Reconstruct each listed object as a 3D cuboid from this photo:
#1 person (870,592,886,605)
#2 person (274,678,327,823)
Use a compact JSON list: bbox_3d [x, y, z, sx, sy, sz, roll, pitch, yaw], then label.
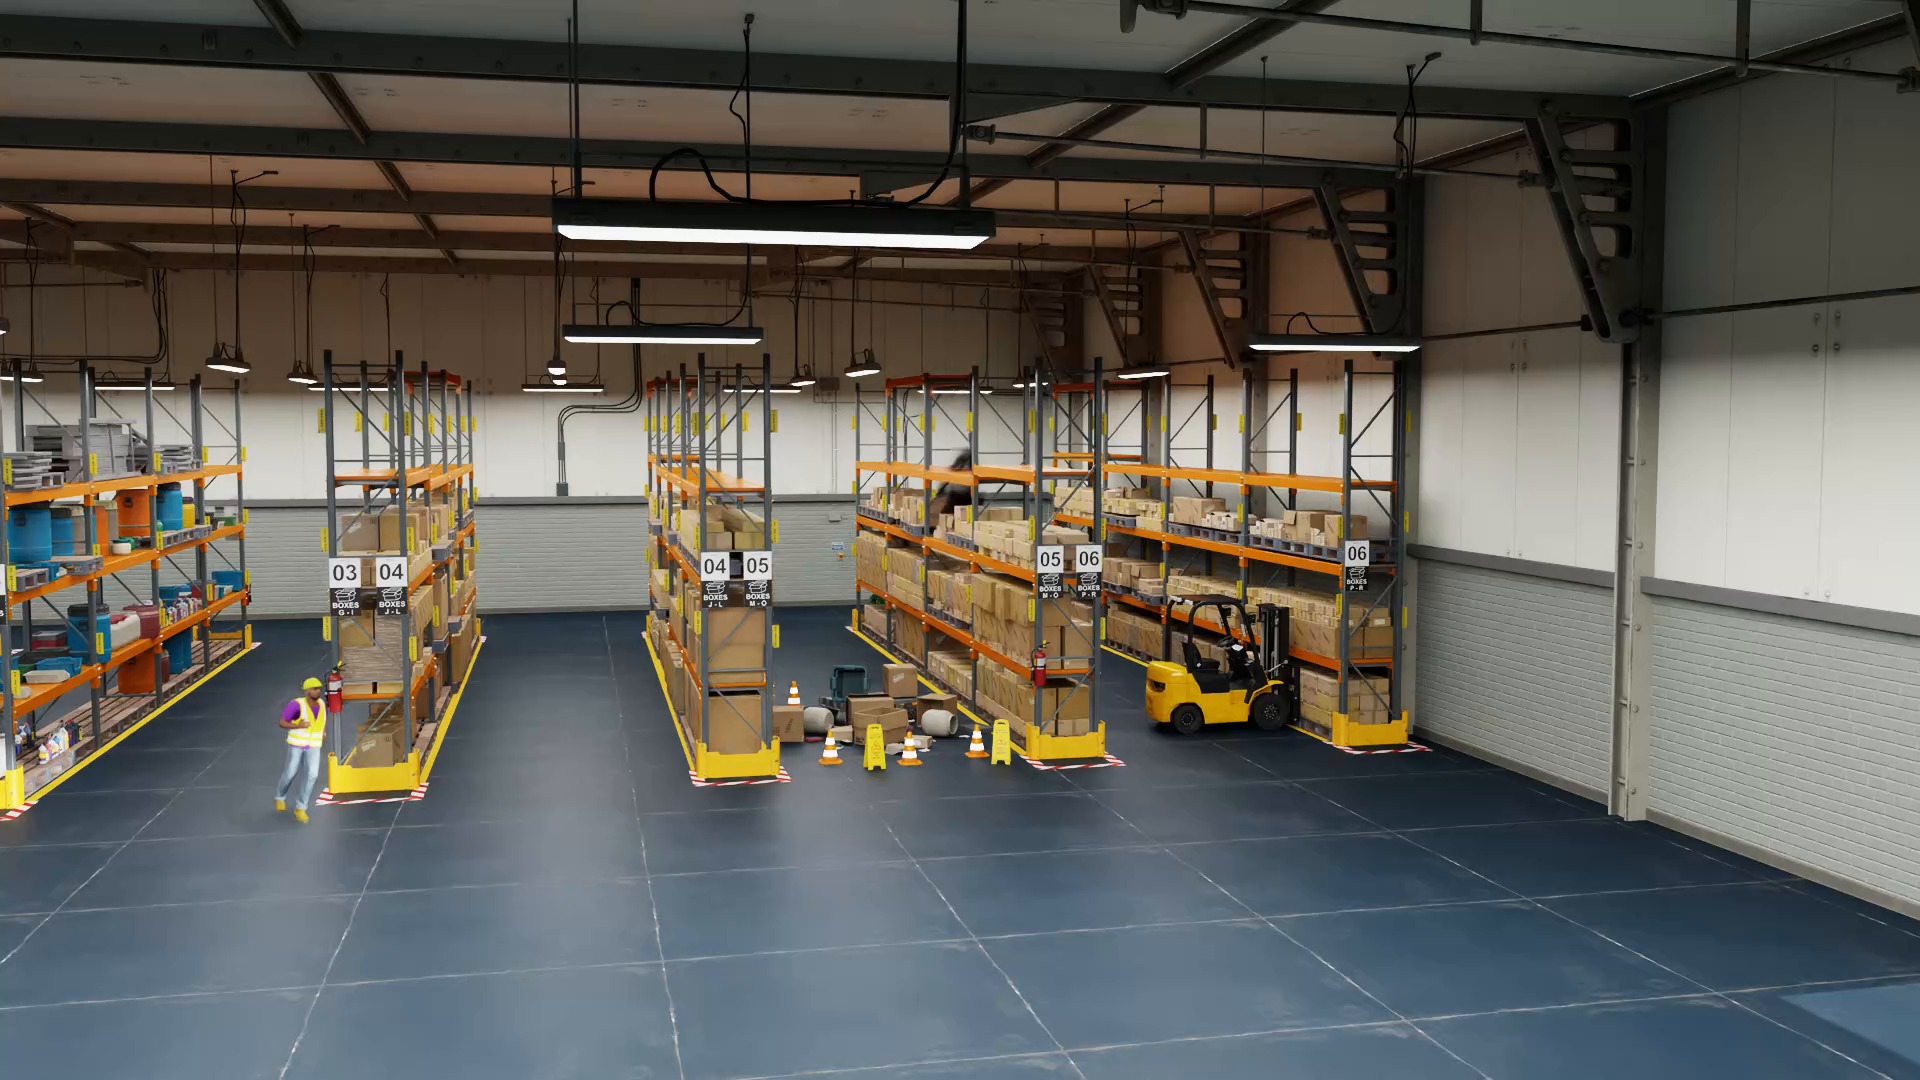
[{"bbox_3d":[-2.067,1.195,41.771,0.893,1.775,0.693,1,4,19],"label":"person"},{"bbox_3d":[-8.363,2.651,21.293,0.703,1.777,0.817,-4,5,-42],"label":"person"}]
